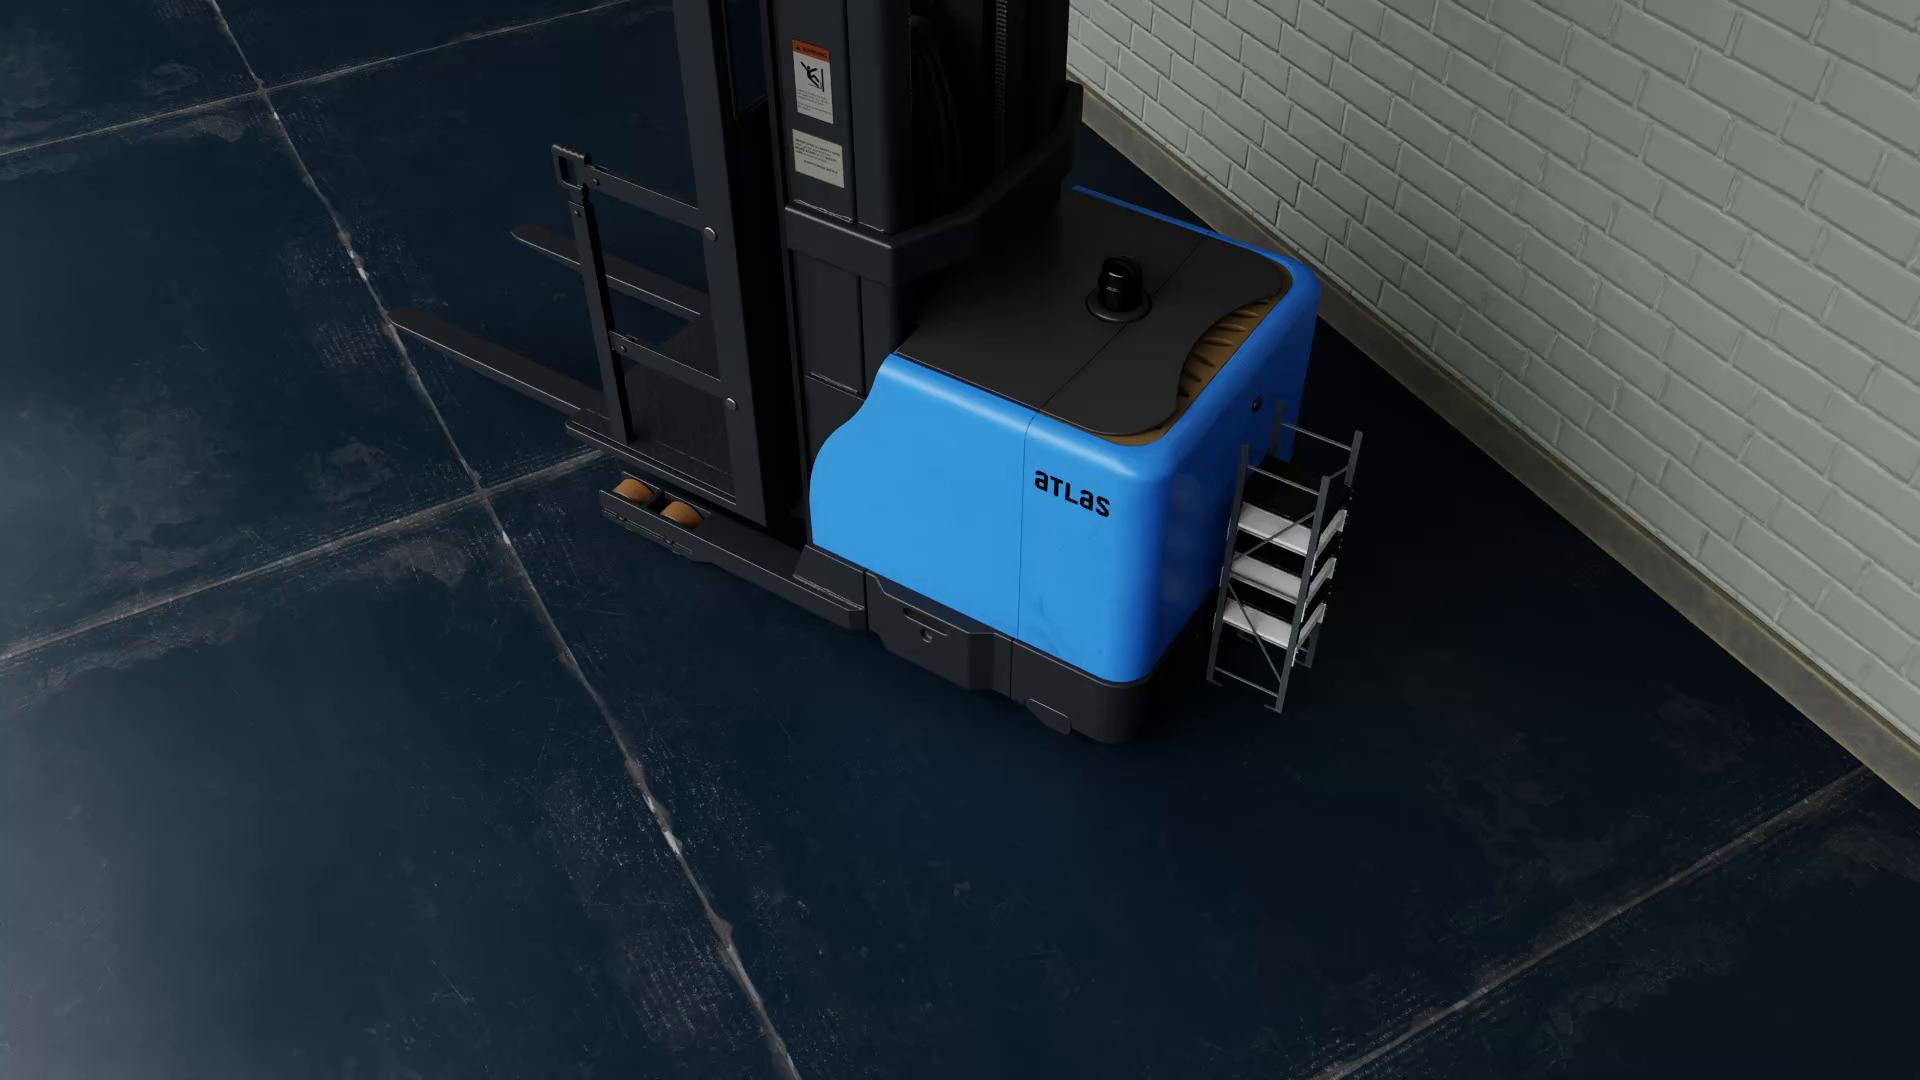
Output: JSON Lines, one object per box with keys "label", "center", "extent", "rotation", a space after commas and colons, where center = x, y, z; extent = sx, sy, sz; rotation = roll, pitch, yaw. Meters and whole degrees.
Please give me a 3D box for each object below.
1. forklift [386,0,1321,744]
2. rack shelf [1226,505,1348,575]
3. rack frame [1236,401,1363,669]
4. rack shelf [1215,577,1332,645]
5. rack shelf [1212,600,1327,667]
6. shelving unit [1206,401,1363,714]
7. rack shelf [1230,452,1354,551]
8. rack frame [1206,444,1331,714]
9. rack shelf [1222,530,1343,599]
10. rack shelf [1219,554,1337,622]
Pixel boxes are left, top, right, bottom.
{"label": "forklift", "center": [-0.528, -1.289, 4.474], "extent": [3.031, 2.935, 1.130], "rotation": [24, 49, 23]}
{"label": "rack shelf", "center": [0.871, -0.039, 4.434], "extent": [0.258, 0.077, 0.200], "rotation": [24, 49, 23]}
{"label": "rack frame", "center": [0.926, 0.006, 4.597], "extent": [0.240, 0.900, 0.006], "rotation": [24, 49, 23]}
{"label": "rack shelf", "center": [0.871, 0.154, 4.622], "extent": [0.258, 0.077, 0.200], "rotation": [24, 49, 23]}
{"label": "rack shelf", "center": [0.871, 0.219, 4.685], "extent": [0.258, 0.077, 0.200], "rotation": [24, 49, 23]}
{"label": "shelving unit", "center": [0.871, 0.066, 4.536], "extent": [0.258, 0.900, 0.210], "rotation": [24, 49, 23]}
{"label": "rack shelf", "center": [0.871, -0.104, 4.371], "extent": [0.258, 0.077, 0.200], "rotation": [24, 49, 23]}
{"label": "rack frame", "center": [0.816, 0.125, 4.475], "extent": [0.240, 0.900, 0.006], "rotation": [24, 49, 23]}
{"label": "rack shelf", "center": [0.871, 0.025, 4.496], "extent": [0.258, 0.077, 0.200], "rotation": [24, 49, 23]}
{"label": "rack shelf", "center": [0.871, 0.090, 4.559], "extent": [0.258, 0.077, 0.200], "rotation": [24, 49, 23]}
